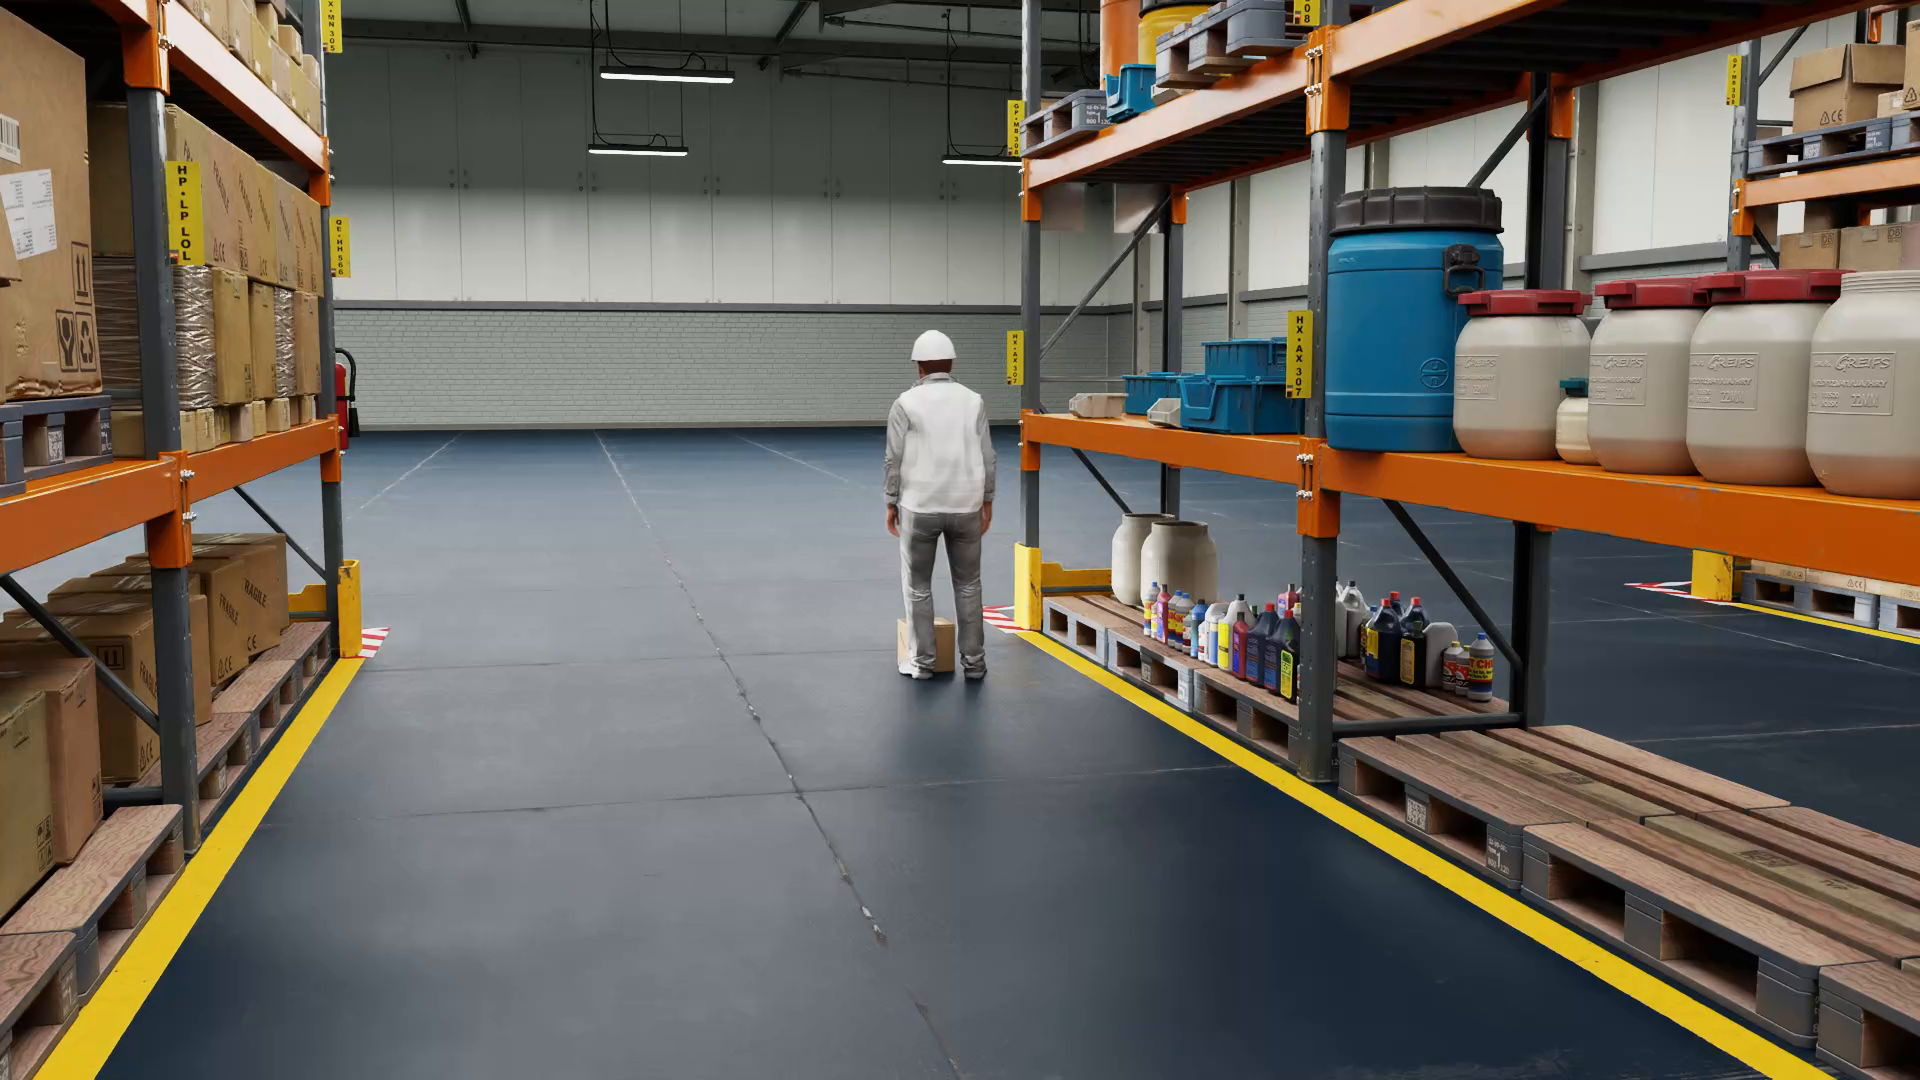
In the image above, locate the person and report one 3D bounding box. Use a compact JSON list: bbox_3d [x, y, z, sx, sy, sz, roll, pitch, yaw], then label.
[{"bbox_3d":[-0.103,-0.175,8.463,0.580,1.771,0.465,-1,6,-13],"label":"person"}]
